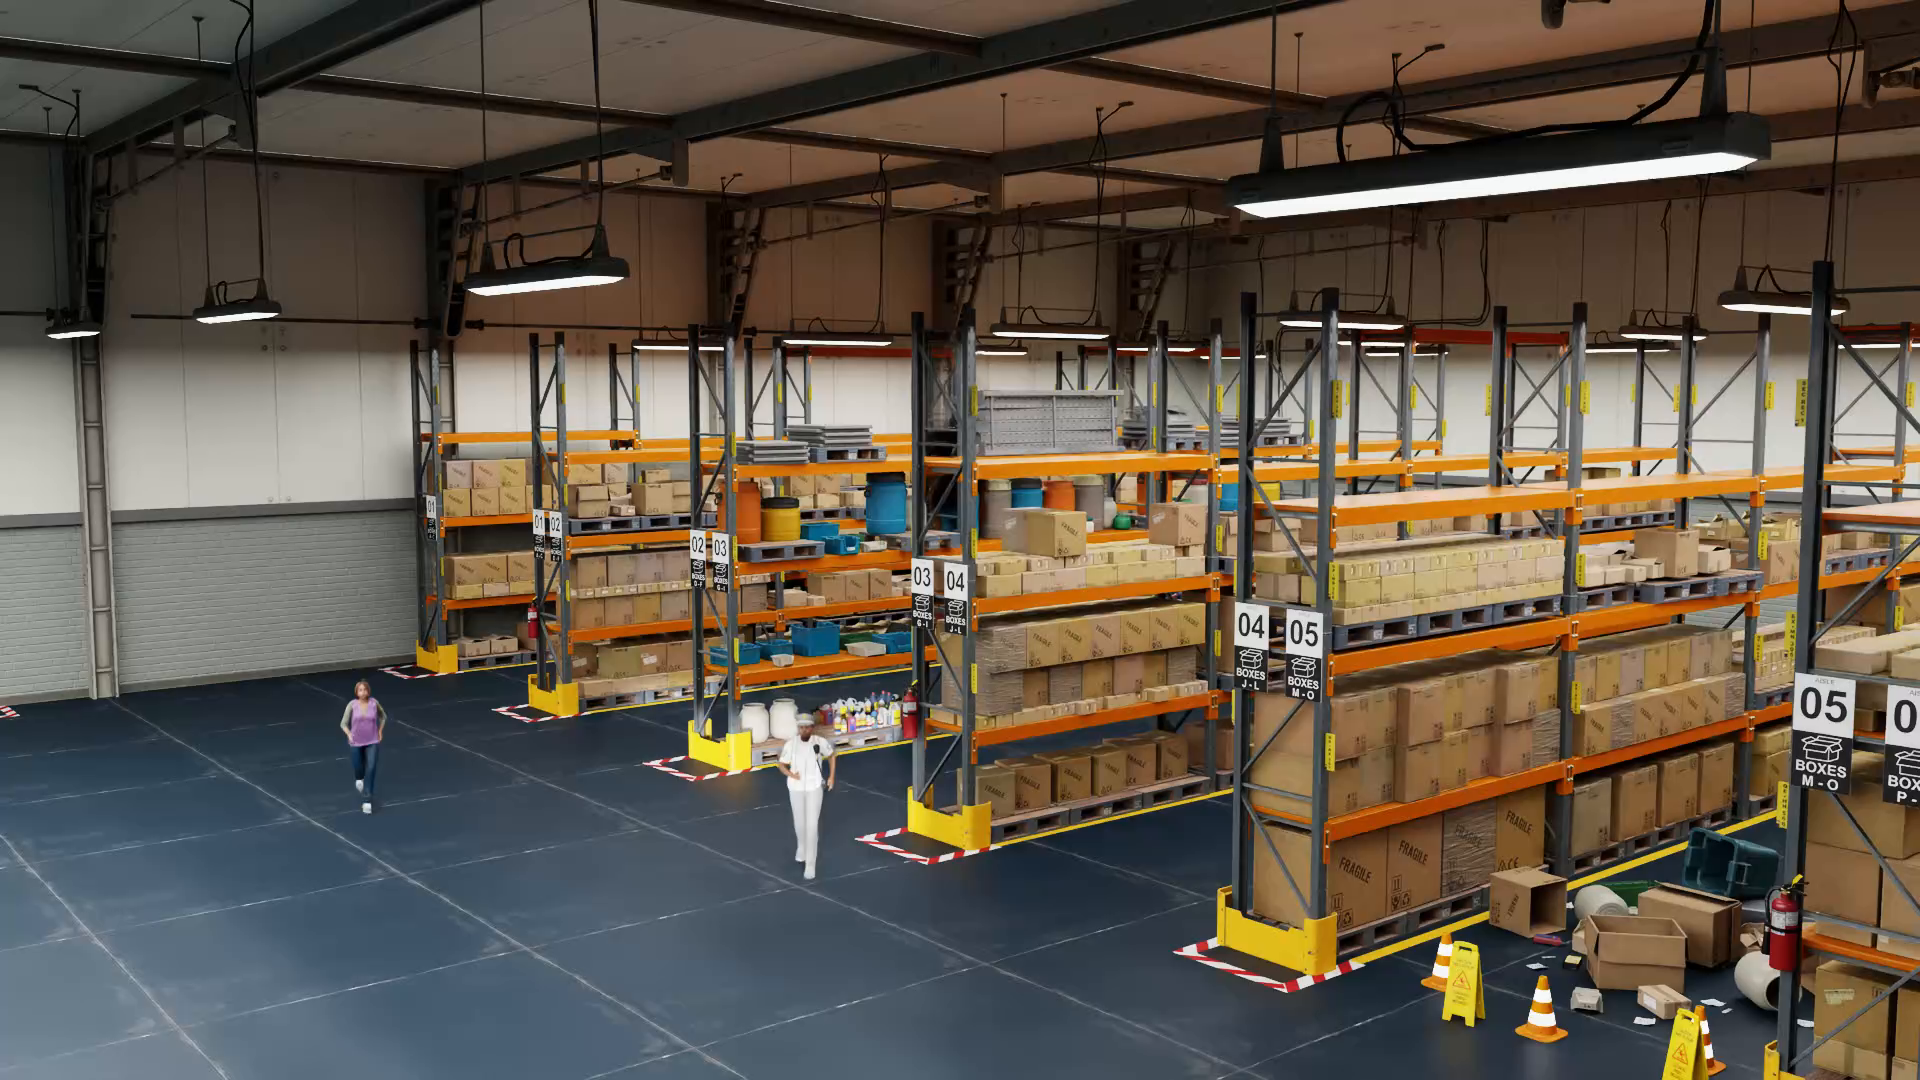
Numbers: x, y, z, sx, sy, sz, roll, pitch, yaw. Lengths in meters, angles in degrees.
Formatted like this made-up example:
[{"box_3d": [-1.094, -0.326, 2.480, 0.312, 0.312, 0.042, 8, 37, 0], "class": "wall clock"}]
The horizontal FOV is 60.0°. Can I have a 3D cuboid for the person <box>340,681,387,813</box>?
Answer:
[{"box_3d": [-7.306, 2.504, 20.404, 0.543, 1.584, 0.760, -2, 6, -22], "class": "person"}]

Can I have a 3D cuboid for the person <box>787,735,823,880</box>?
[{"box_3d": [-1.651, 2.815, 17.772, 0.378, 1.483, 0.803, 0, 5, 0], "class": "person"}]
